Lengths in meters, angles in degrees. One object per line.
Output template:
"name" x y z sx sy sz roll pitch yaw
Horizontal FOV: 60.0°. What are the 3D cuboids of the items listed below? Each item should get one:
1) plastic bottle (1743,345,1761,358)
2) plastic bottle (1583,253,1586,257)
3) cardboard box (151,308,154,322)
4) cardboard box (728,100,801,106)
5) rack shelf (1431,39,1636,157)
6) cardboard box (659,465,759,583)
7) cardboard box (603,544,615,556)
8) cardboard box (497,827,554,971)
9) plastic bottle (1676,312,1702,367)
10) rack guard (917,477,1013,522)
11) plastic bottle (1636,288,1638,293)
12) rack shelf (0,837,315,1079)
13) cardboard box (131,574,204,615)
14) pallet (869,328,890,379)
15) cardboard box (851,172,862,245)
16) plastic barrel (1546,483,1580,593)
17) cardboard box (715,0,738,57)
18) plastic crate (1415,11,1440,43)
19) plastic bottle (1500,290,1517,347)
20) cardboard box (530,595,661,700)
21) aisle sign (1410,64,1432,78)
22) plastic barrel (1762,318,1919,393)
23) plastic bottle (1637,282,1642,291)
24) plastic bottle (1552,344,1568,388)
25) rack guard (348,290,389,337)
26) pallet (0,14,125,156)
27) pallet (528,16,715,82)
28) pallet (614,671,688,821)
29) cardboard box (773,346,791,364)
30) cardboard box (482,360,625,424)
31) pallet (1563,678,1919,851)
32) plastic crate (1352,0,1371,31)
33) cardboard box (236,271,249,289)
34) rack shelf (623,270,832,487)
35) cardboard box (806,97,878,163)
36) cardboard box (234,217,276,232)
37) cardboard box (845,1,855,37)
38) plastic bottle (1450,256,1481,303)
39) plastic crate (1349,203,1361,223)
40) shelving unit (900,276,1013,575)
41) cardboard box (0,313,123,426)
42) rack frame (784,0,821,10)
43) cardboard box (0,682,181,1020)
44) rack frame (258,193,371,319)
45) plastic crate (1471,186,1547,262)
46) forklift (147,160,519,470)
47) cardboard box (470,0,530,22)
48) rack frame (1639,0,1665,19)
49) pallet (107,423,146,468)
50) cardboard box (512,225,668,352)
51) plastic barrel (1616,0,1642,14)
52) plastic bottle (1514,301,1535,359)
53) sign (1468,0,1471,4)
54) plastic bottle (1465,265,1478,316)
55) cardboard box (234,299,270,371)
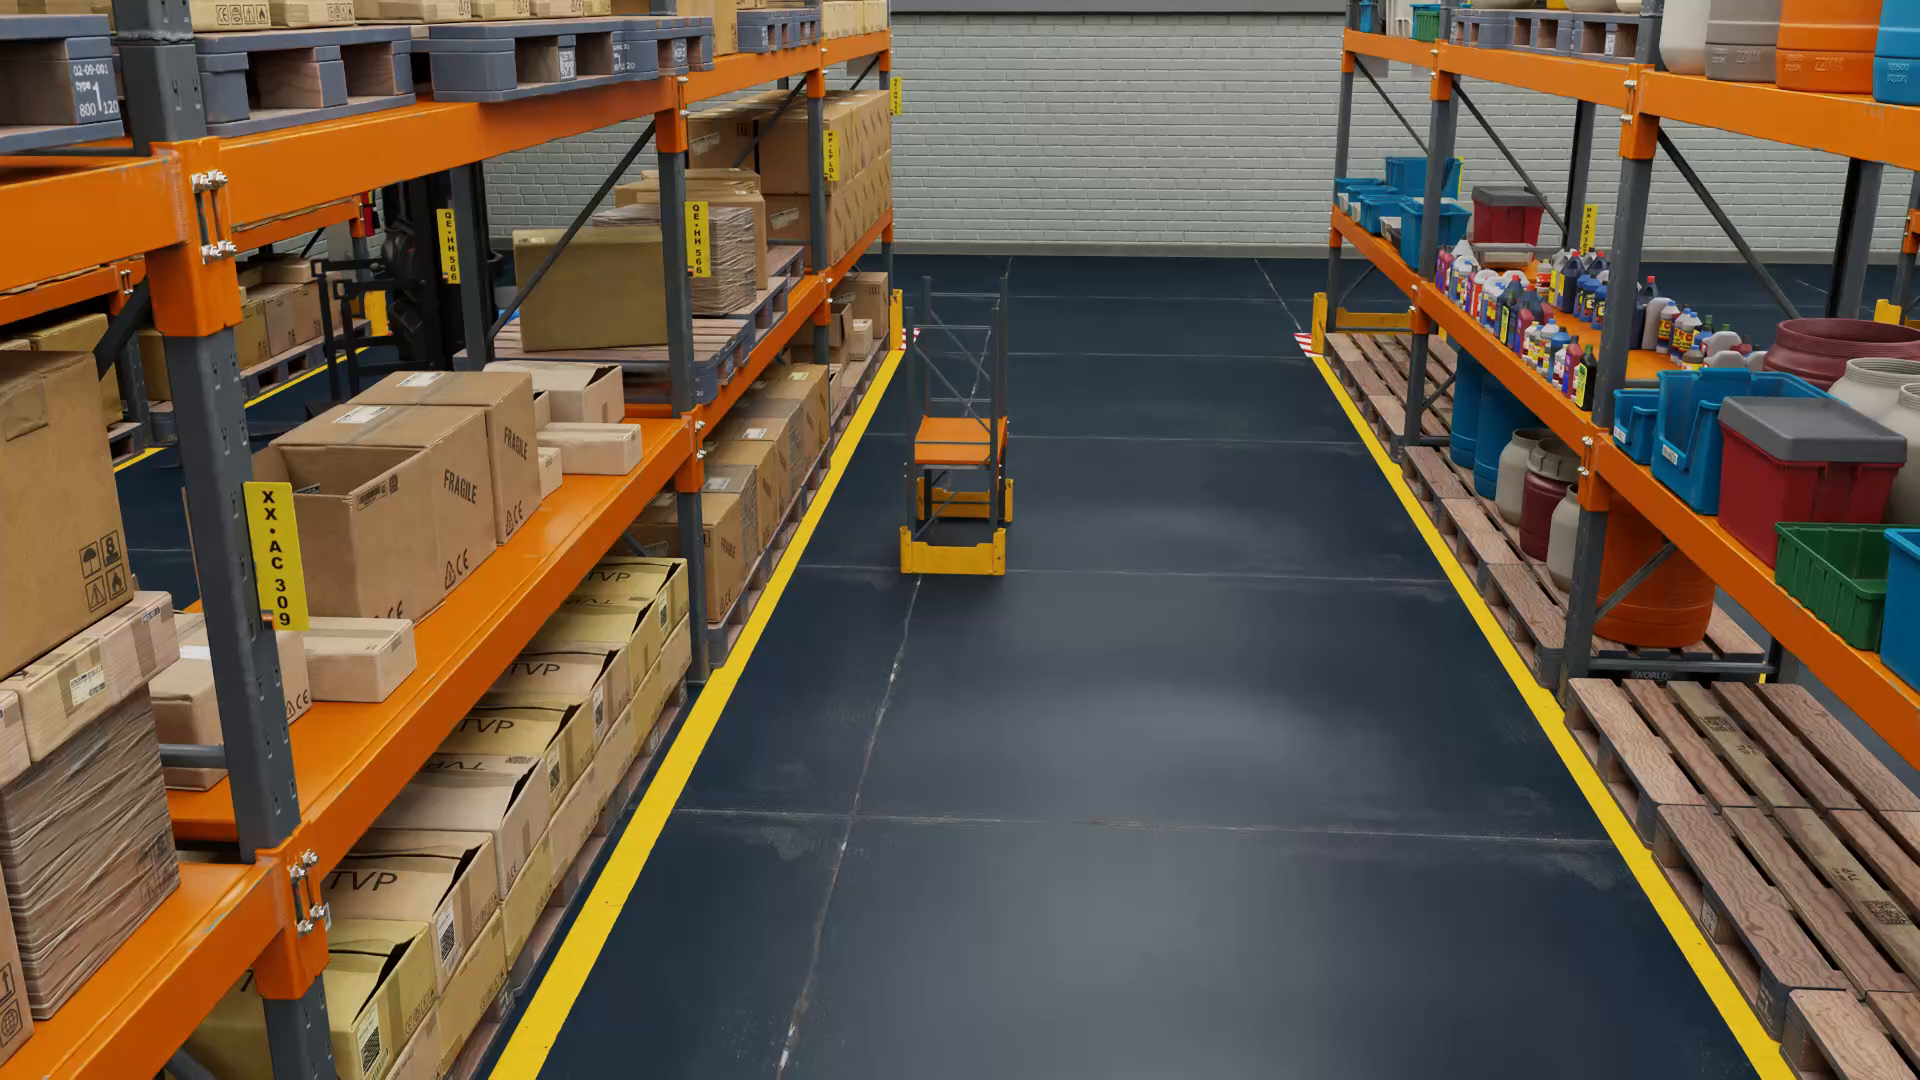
"plastic bottle" 3.635 -0.758 7.627 0.097 0.271 0.097 0 18 0
"plastic bottle" 3.855 -1.641 10.302 0.061 0.283 0.133 1 18 4
"cardboard box" -5.987 -1.773 12.814 0.380 0.149 0.250 2 18 6
"cardboard box" -1.522 -3.168 13.009 0.500 0.500 0.500 1 18 3
"rack shelf" 3.389 -2.362 8.651 1.077 0.370 4.000 1 18 4
"cardboard box" -1.345 -0.088 8.681 0.500 0.500 0.500 1 18 2
"cardboard box" -1.862 -0.086 8.675 0.500 0.500 0.500 2 18 6
"cardboard box" -1.633 1.141 5.364 0.500 0.250 0.500 1 18 2
"plastic bottle" 3.694 -1.015 8.411 0.097 0.271 0.097 0 18 0
"rack guard" 0.030 -0.250 10.284 0.587 0.250 0.087 1 18 4
"plastic bottle" 3.687 -1.248 9.121 0.097 0.271 0.097 0 18 0
"rack shelf" -2.125 1.437 1.877 1.077 0.370 4.000 1 18 4
"cardboard box" -2.102 0.260 4.527 0.396 0.266 0.258 1 18 3
"pallet" -1.183 -1.657 14.641 1.003 0.211 1.213 1 18 4
"cardboard box" -1.028 -2.525 12.652 0.500 0.500 0.500 1 18 4
"plastic barrel" 3.215 -0.004 8.439 0.421 0.512 0.421 0 18 0
"cardboard box" -1.623 -2.698 8.361 0.910 0.500 0.500 1 18 4
"plastic crate" 3.261 -3.362 10.890 0.450 0.188 0.662 1 18 4
"plastic bottle" 2.954 -1.190 8.926 0.061 0.283 0.133 1 18 4
"cardboard box" -1.517 0.402 6.721 0.500 0.311 0.500 1 18 3
"aisle sign" 4.116 -4.393 14.337 0.394 0.787 0.004 1 18 4
"plastic barrel" 3.514 -0.571 6.629 0.600 0.536 0.708 1 18 4
"plastic bottle" 3.738 -1.327 9.354 0.152 0.276 0.135 1 18 4
"plastic bottle" 2.899 -0.835 7.973 0.097 0.201 0.097 0 18 0
"rack guard" -6.061 -2.182 15.780 1.175 0.500 0.348 1 18 4
"pallet" -2.017 -0.644 2.397 1.003 0.211 1.213 1 18 4
"pallet" -1.654 -1.892 6.365 1.213 0.211 1.003 2 18 6
"pallet" -1.793 0.811 7.108 1.003 0.211 1.213 1 18 4
"cardboard box" -1.596 -1.359 12.863 0.500 0.311 0.500 1 18 4
"cardboard box" -1.764 -0.614 7.124 0.500 0.311 0.500 2 18 7
"pallet" 3.151 0.908 6.813 1.003 0.211 1.213 1 18 4
"plastic crate" 3.513 -4.392 13.901 0.497 0.269 0.590 1 18 4
"cardboard box" -6.275 -2.192 14.094 0.380 0.149 0.250 2 18 5
"rack shelf" -1.551 -1.048 9.459 1.077 0.370 4.000 1 18 4
"cardboard box" -0.947 -3.314 13.452 0.500 0.500 0.500 2 18 5
"cardboard box" -6.194 -2.884 13.425 0.980 0.700 0.700 0 18 1
"cardboard box" -1.049 -3.821 12.191 0.500 0.250 0.500 1 18 4
"plastic bottle" 3.093 -1.591 10.162 0.152 0.276 0.135 1 18 4
"plastic crate" 3.319 -2.667 13.572 0.250 0.136 0.298 1 18 4
"shelving unit" -0.005 -0.689 9.617 0.587 1.500 1.083 1 18 4
"cardboard box" -6.266 -1.094 11.221 0.750 0.750 0.750 1 18 5
"rack frame" -1.408 -4.862 10.309 1.000 3.000 0.127 1 18 4
"cardboard box" -2.007 0.564 3.224 0.700 0.500 0.500 1 18 2
"rack frame" -6.062 -3.363 15.368 1.000 3.000 0.127 1 18 4
"plastic crate" 3.846 -2.230 11.712 0.402 0.464 0.583 1 18 4
"forklift" -3.961 -1.948 11.162 3.031 2.935 1.130 -9 20 -27
"cardboard box" -1.743 -1.840 5.469 0.500 0.250 0.500 1 18 3
"rack frame" 3.246 -3.508 6.176 1.000 3.000 0.127 1 18 4
"pallet" -6.329 -0.554 11.275 1.003 0.211 1.213 1 18 4
"cardboard box" -1.762 -1.214 7.975 0.700 0.500 0.500 -5 19 -15
"plastic barrel" 3.176 -2.552 7.626 0.301 0.262 0.301 0 18 0
"plastic bottle" 2.931 -1.092 8.625 0.061 0.283 0.133 1 18 4
"sign" 4.369 -4.510 14.220 0.100 0.325 0.005 1 18 4
"plastic bottle" 3.017 -1.464 9.760 0.061 0.283 0.133 1 18 4
"cardboard box" -6.115 -1.677 13.565 0.700 0.500 0.500 2 18 5
